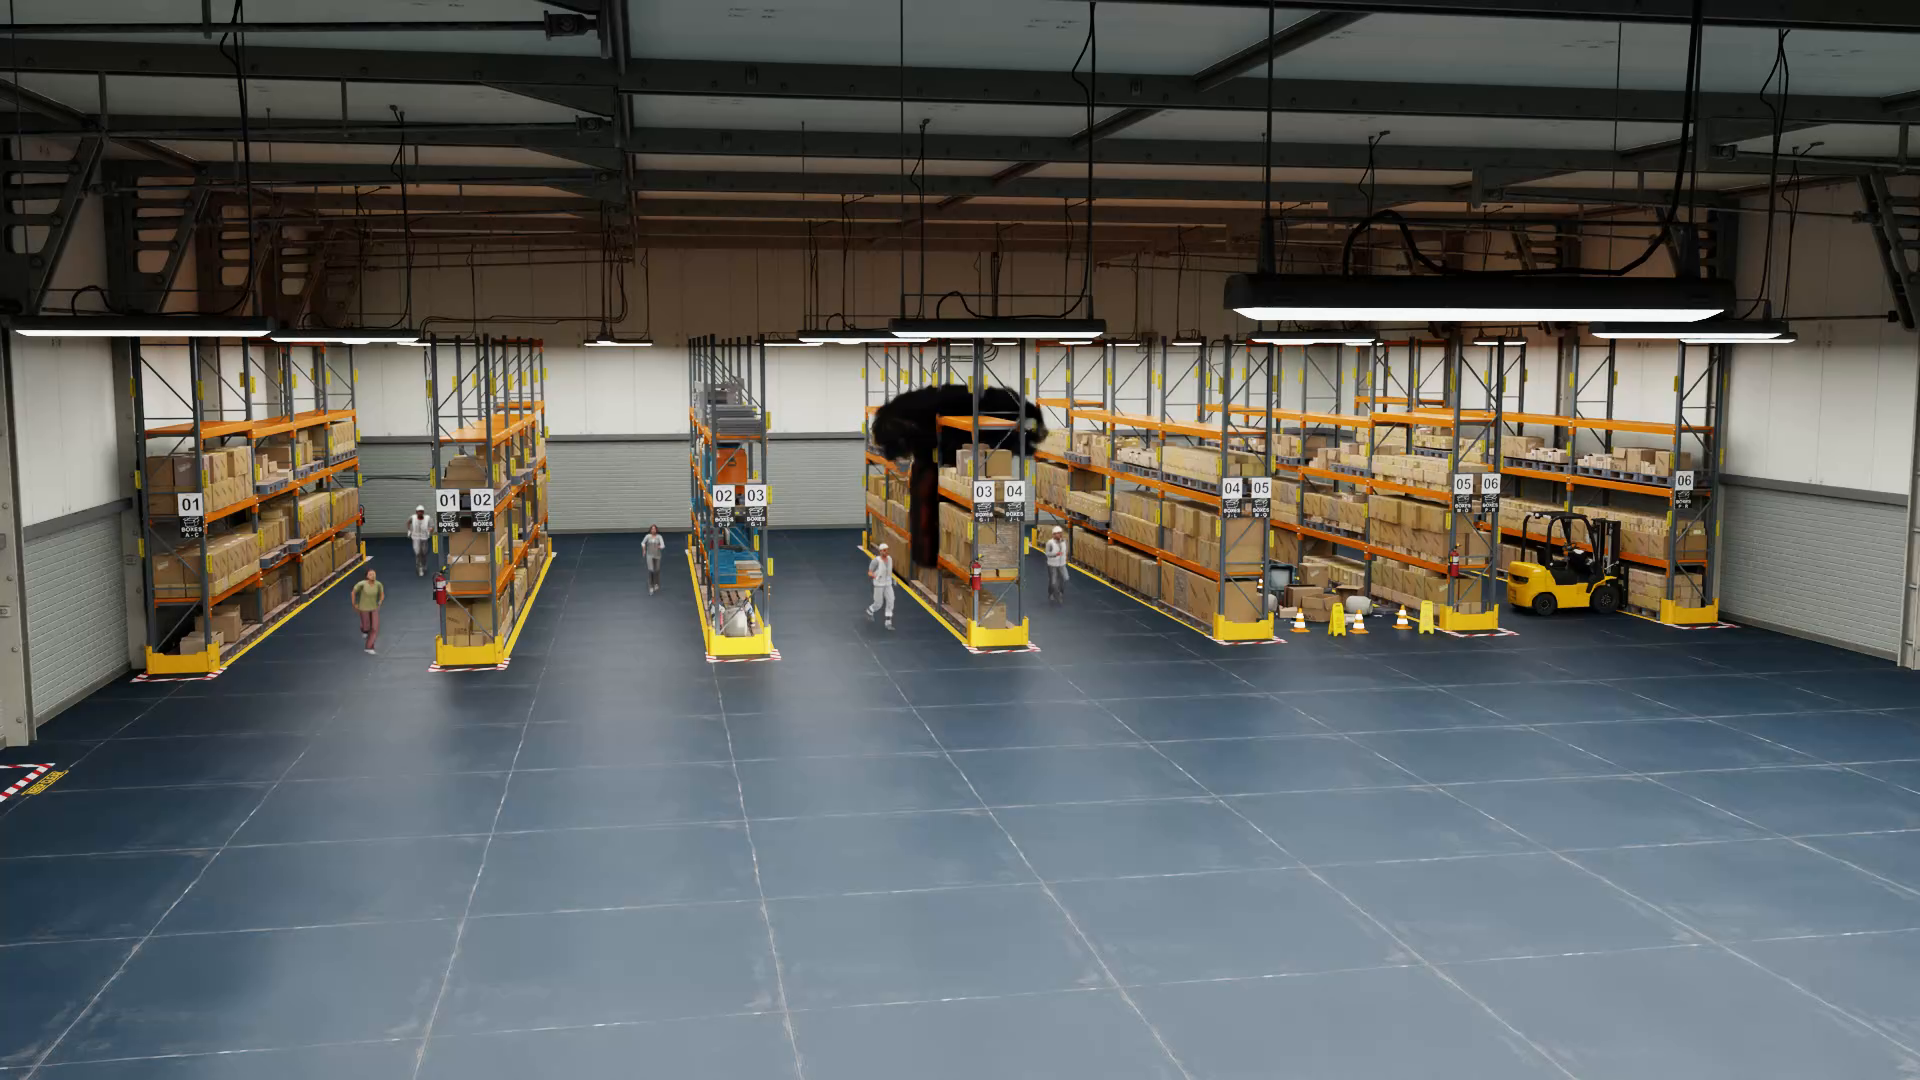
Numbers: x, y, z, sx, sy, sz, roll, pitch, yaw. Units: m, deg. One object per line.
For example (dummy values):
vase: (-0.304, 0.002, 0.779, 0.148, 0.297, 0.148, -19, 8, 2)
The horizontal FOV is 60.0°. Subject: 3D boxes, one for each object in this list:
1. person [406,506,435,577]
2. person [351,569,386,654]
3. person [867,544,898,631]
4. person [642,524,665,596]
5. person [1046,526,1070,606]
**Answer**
person: (-13.707, 0.000, 42.302, 0.690, 1.775, 1.029, -2, 7, -15)
person: (-11.193, 1.338, 31.490, 0.616, 1.622, 0.654, -5, 8, -35)
person: (-1.596, 0.949, 34.088, 0.644, 1.759, 0.877, -4, 8, -32)
person: (-7.196, 0.452, 39.071, 0.515, 1.622, 0.756, -2, 7, -14)
person: (2.192, 0.574, 37.363, 0.679, 1.799, 0.835, -3, 7, -24)
